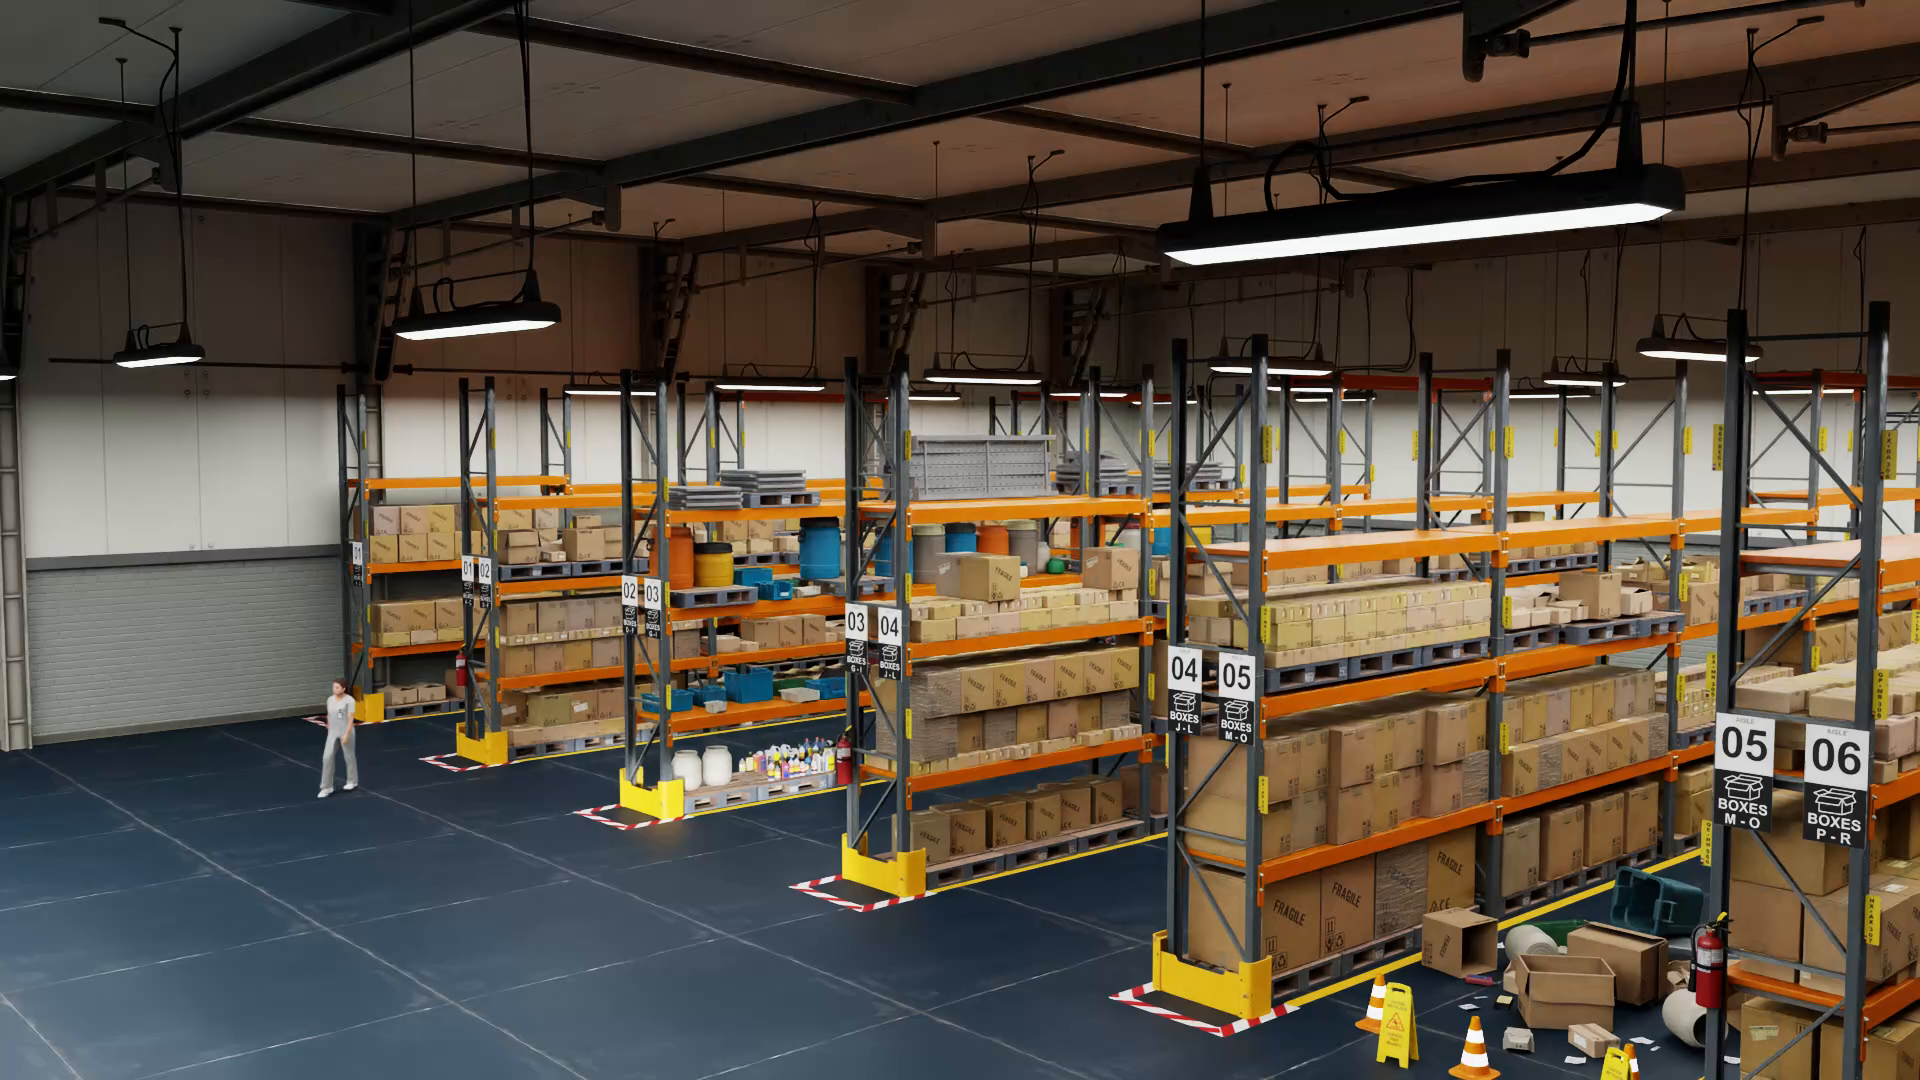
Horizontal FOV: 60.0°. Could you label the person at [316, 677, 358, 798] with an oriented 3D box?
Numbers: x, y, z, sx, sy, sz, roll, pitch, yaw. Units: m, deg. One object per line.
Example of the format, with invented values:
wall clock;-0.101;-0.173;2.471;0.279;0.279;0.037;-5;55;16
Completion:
person;-8.827;2.803;23.690;0.474;1.720;0.696;0;4;5
